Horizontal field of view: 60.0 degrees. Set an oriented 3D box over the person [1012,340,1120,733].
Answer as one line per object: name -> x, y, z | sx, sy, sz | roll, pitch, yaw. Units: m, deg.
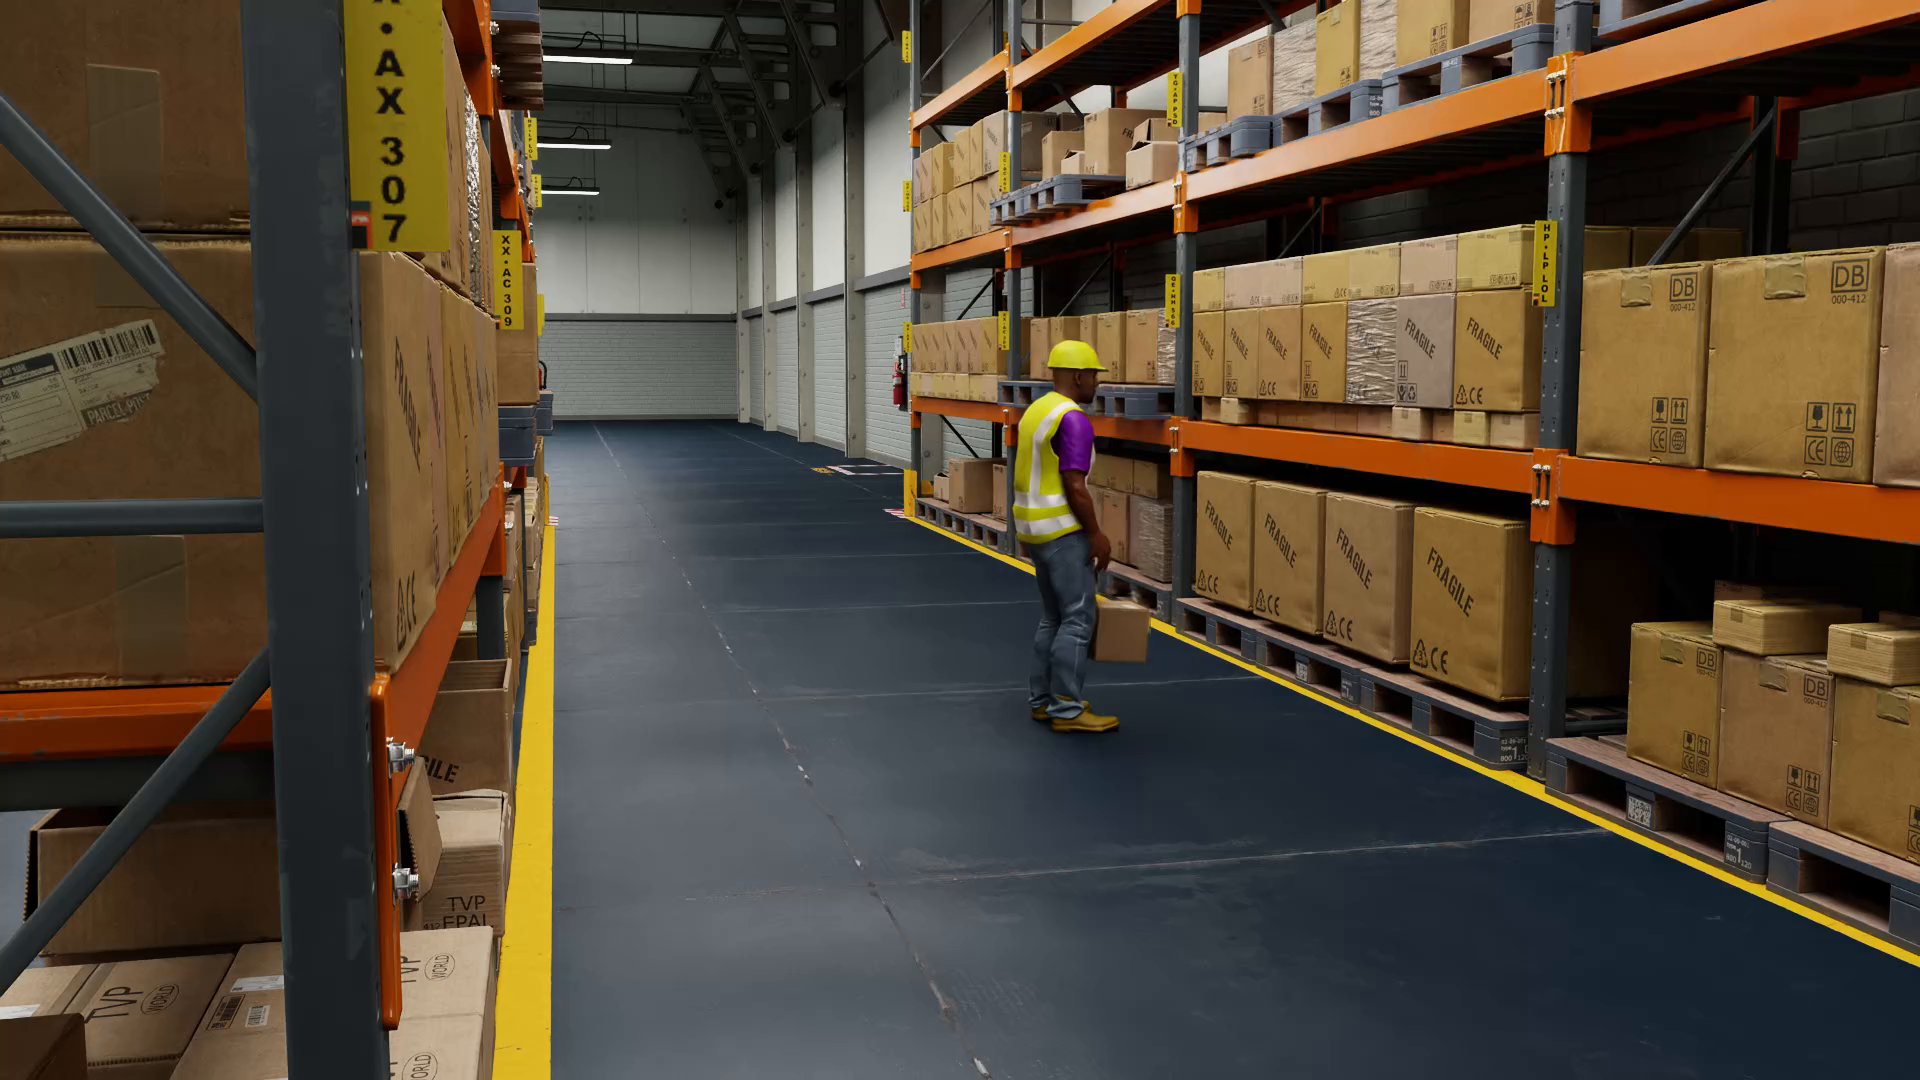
person -> 0.474, -0.028, 7.621 | 0.435, 1.764, 0.594 | -2, 6, -15
